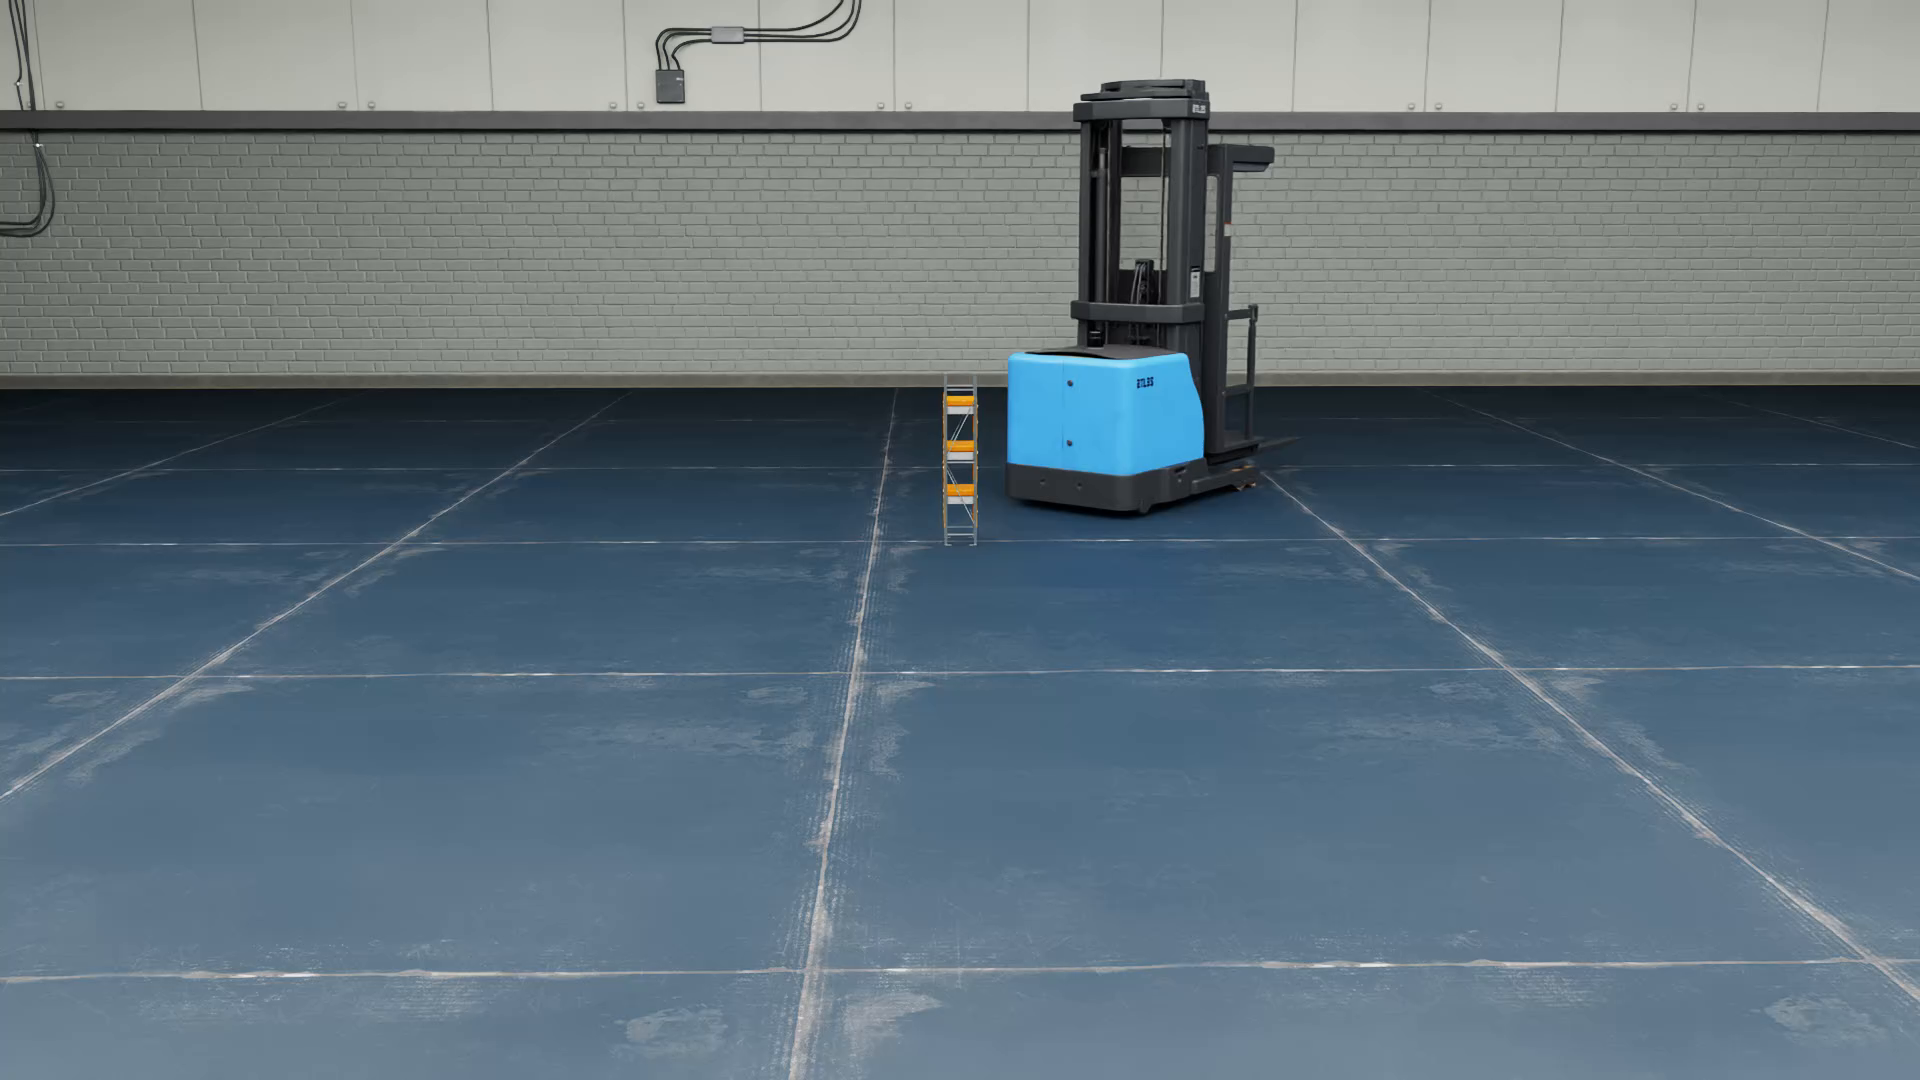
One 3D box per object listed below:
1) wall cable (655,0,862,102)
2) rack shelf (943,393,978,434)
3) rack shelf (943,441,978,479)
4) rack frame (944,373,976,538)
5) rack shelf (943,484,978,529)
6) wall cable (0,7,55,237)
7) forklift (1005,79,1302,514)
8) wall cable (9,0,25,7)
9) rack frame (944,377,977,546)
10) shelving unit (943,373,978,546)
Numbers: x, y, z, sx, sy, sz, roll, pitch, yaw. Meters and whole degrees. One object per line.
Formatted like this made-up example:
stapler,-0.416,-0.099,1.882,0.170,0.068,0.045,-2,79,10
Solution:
wall cable,-2.232,-7.837,18.003,2.305,6.003,0.169,0,11,-1
rack shelf,0.001,-0.772,10.348,0.215,0.259,0.240,0,11,-1
rack shelf,0.001,-0.494,10.404,0.215,0.259,0.240,0,11,-1
rack frame,-0.001,-0.528,10.522,0.200,1.050,0.008,0,11,-1
rack shelf,0.001,-0.221,10.460,0.215,0.259,0.240,0,11,-1
wall cable,-11.724,-4.613,18.473,3.097,2.526,0.112,0,11,-1
forklift,1.609,-1.854,12.328,1.130,2.935,3.031,9,14,36
wall cable,-9.019,-7.099,18.025,3.097,2.526,0.112,0,11,-1
rack frame,0.004,-0.480,10.283,0.200,1.050,0.008,0,11,-1
shelving unit,0.001,-0.504,10.402,0.215,1.050,0.252,0,11,-1
